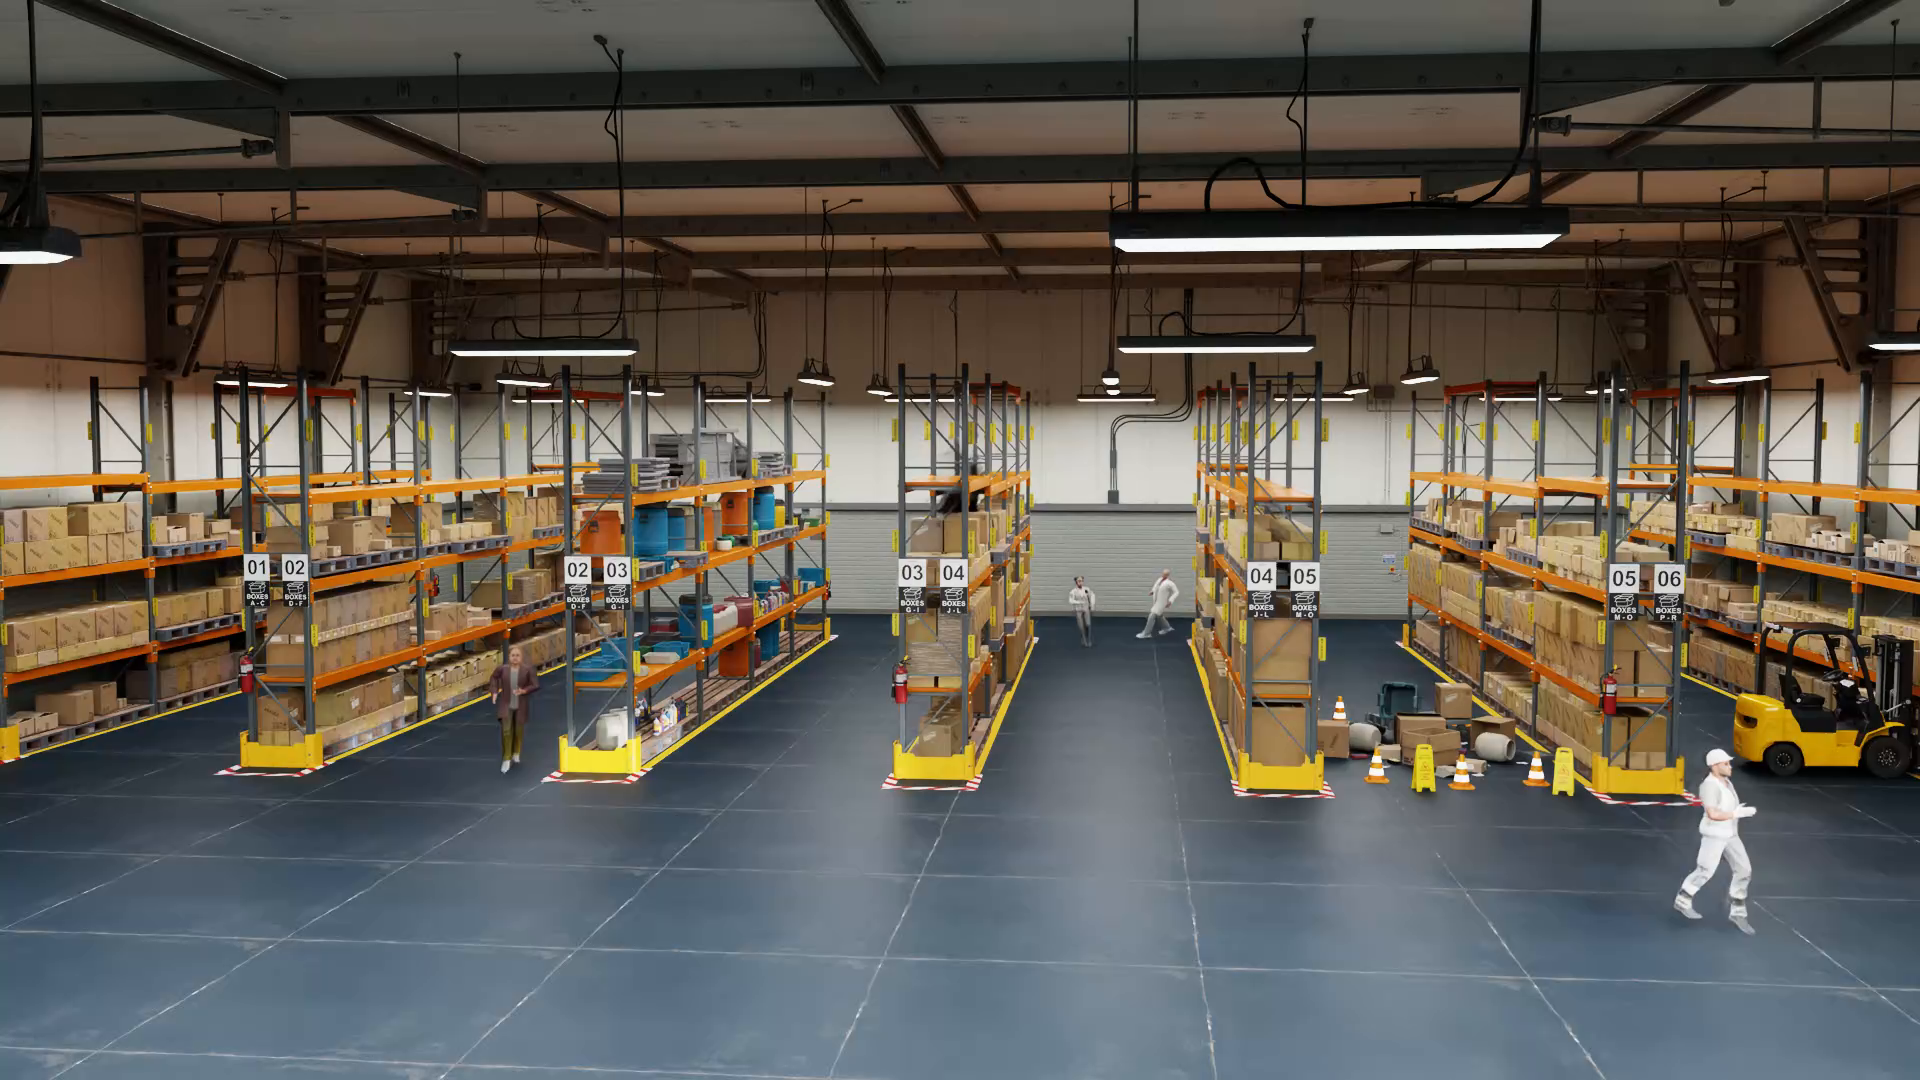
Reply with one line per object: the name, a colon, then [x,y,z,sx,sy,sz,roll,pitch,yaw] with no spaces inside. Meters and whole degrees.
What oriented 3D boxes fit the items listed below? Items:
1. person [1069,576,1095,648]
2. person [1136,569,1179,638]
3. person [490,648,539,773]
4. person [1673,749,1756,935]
person: [2.855,1.678,38.998,0.579,1.704,0.594,1,4,9]
person: [4.791,1.540,40.577,0.996,1.694,0.856,0,4,-1]
person: [-6.665,2.533,24.927,0.703,1.846,0.794,-1,4,-16]
person: [7.648,3.024,16.786,0.648,1.845,0.799,-3,5,-38]
